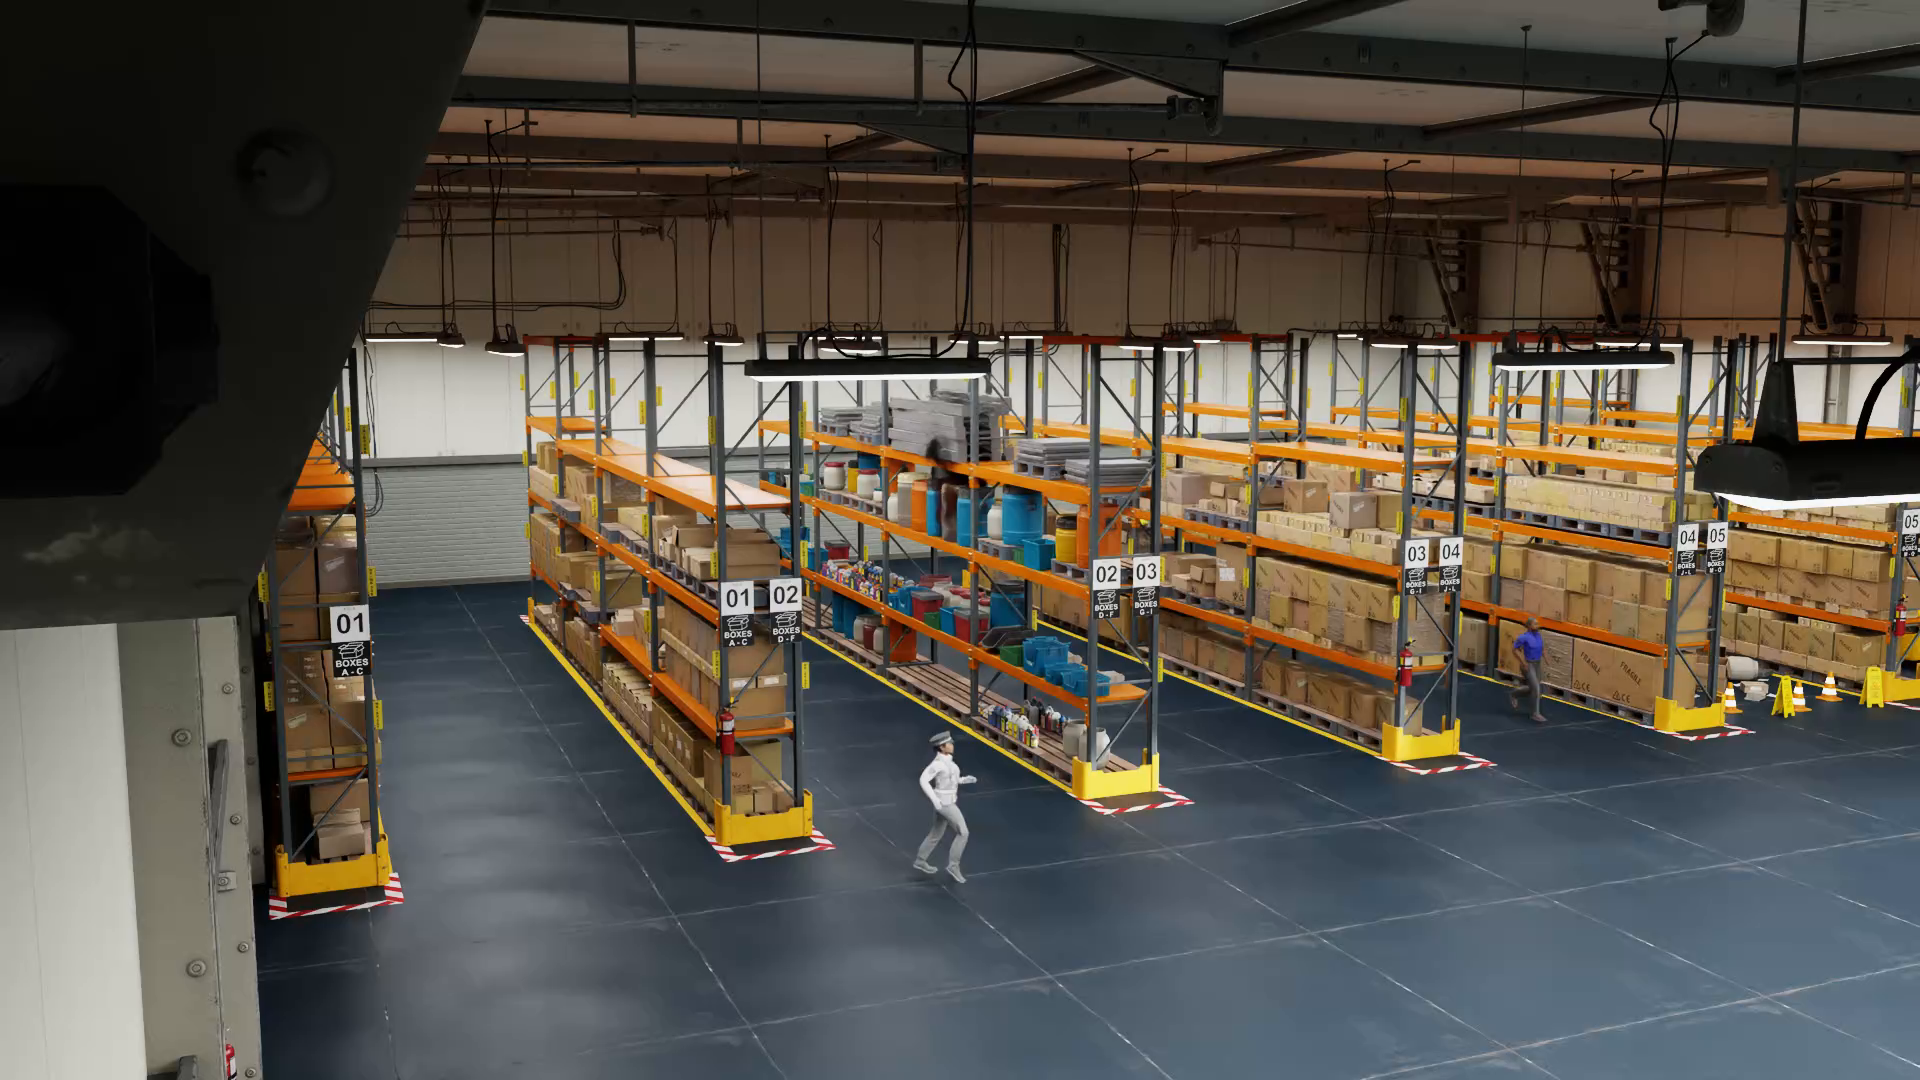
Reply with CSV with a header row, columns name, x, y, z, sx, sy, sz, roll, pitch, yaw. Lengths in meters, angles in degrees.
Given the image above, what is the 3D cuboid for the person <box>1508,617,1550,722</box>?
name,x,y,z,sx,sy,sz,roll,pitch,yaw
person,9.022,2.020,26.424,0.607,1.631,0.797,-5,9,-33

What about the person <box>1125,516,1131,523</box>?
name,x,y,z,sx,sy,sz,roll,pitch,yaw
person,4.207,0.070,41.254,0.577,1.582,0.689,-6,9,-36

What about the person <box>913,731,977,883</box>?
name,x,y,z,sx,sy,sz,roll,pitch,yaw
person,-0.177,3.011,18.784,0.733,1.750,0.580,0,8,2

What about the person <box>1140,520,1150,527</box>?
name,x,y,z,sx,sy,sz,roll,pitch,yaw
person,4.193,0.374,38.502,0.747,1.726,0.678,-5,9,-31
